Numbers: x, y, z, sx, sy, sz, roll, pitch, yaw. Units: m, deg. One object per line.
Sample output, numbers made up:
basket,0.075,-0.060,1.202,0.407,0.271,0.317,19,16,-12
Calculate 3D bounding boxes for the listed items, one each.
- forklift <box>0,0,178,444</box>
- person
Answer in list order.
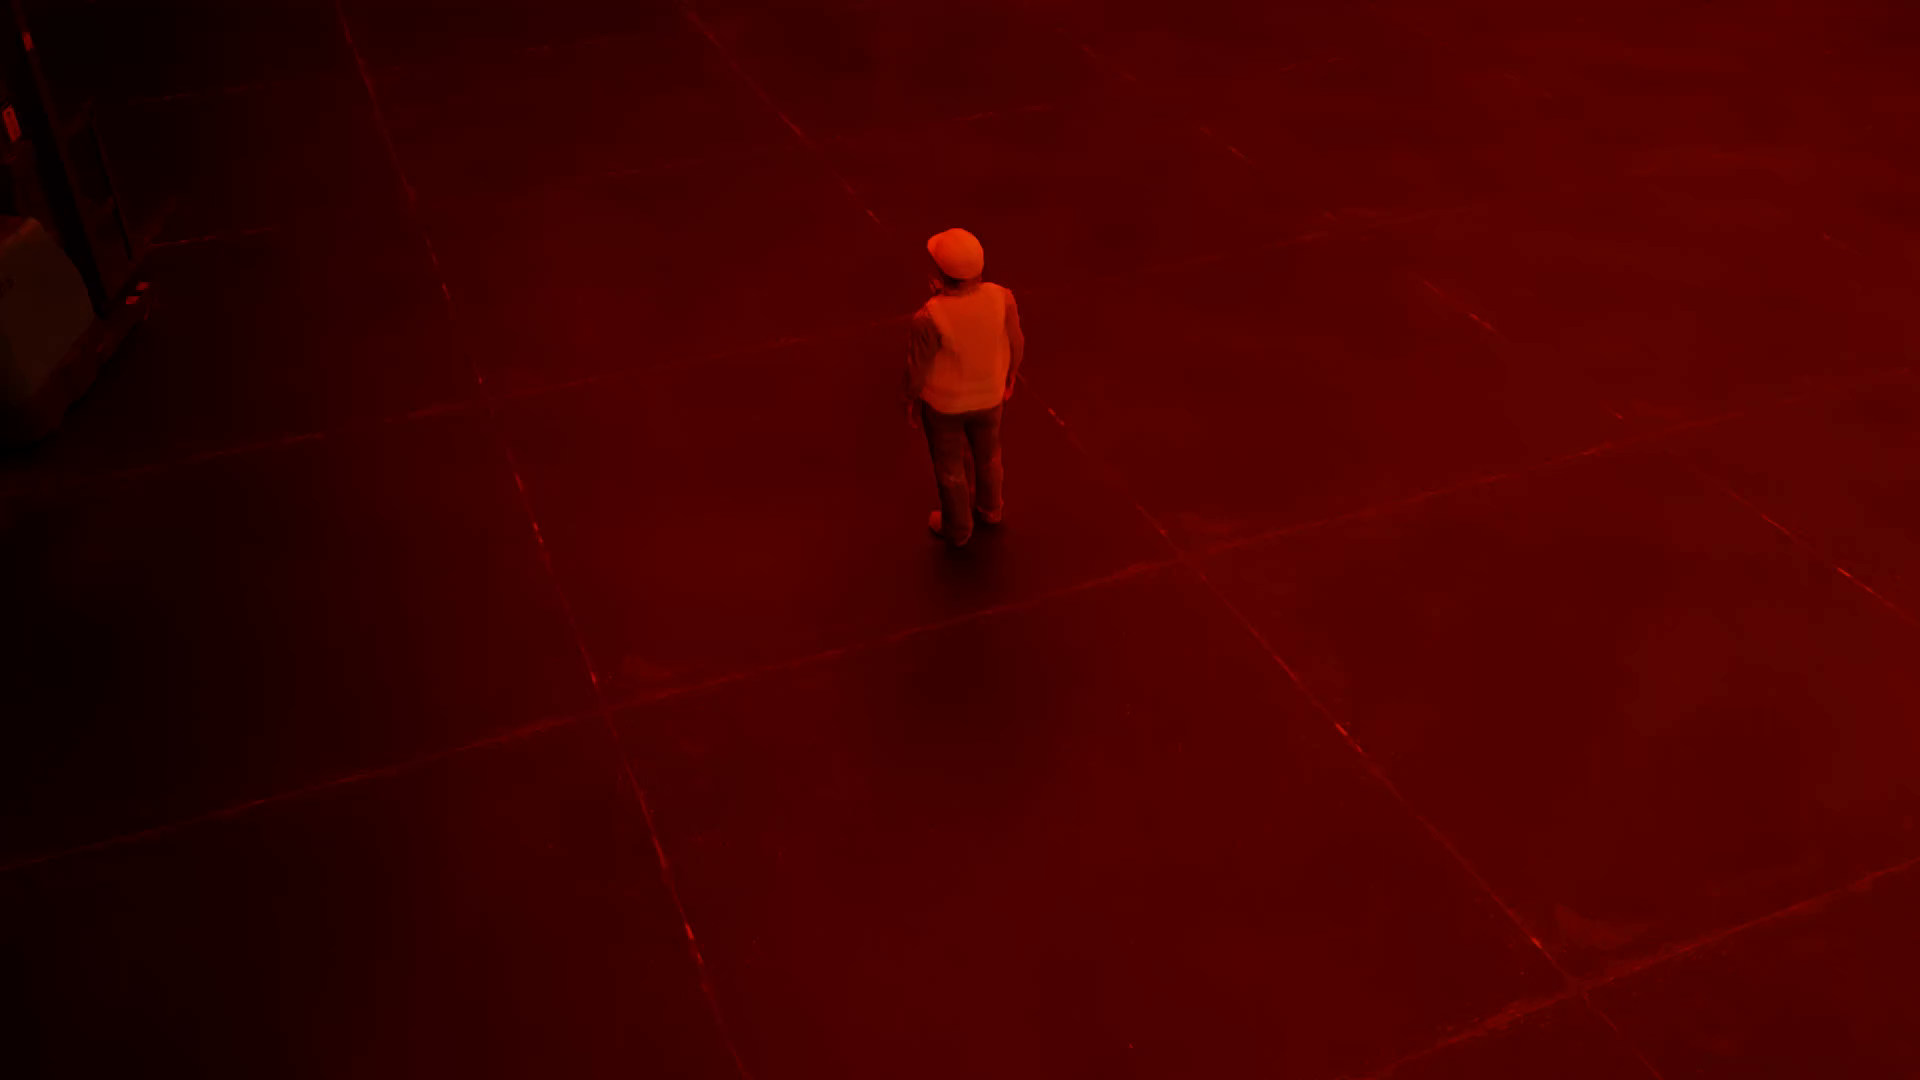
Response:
forklift,-5.723,-2.535,9.664,1.130,2.935,3.031,-2,35,-2
person,-0.017,-0.764,8.159,0.632,1.773,0.567,-14,38,-19
